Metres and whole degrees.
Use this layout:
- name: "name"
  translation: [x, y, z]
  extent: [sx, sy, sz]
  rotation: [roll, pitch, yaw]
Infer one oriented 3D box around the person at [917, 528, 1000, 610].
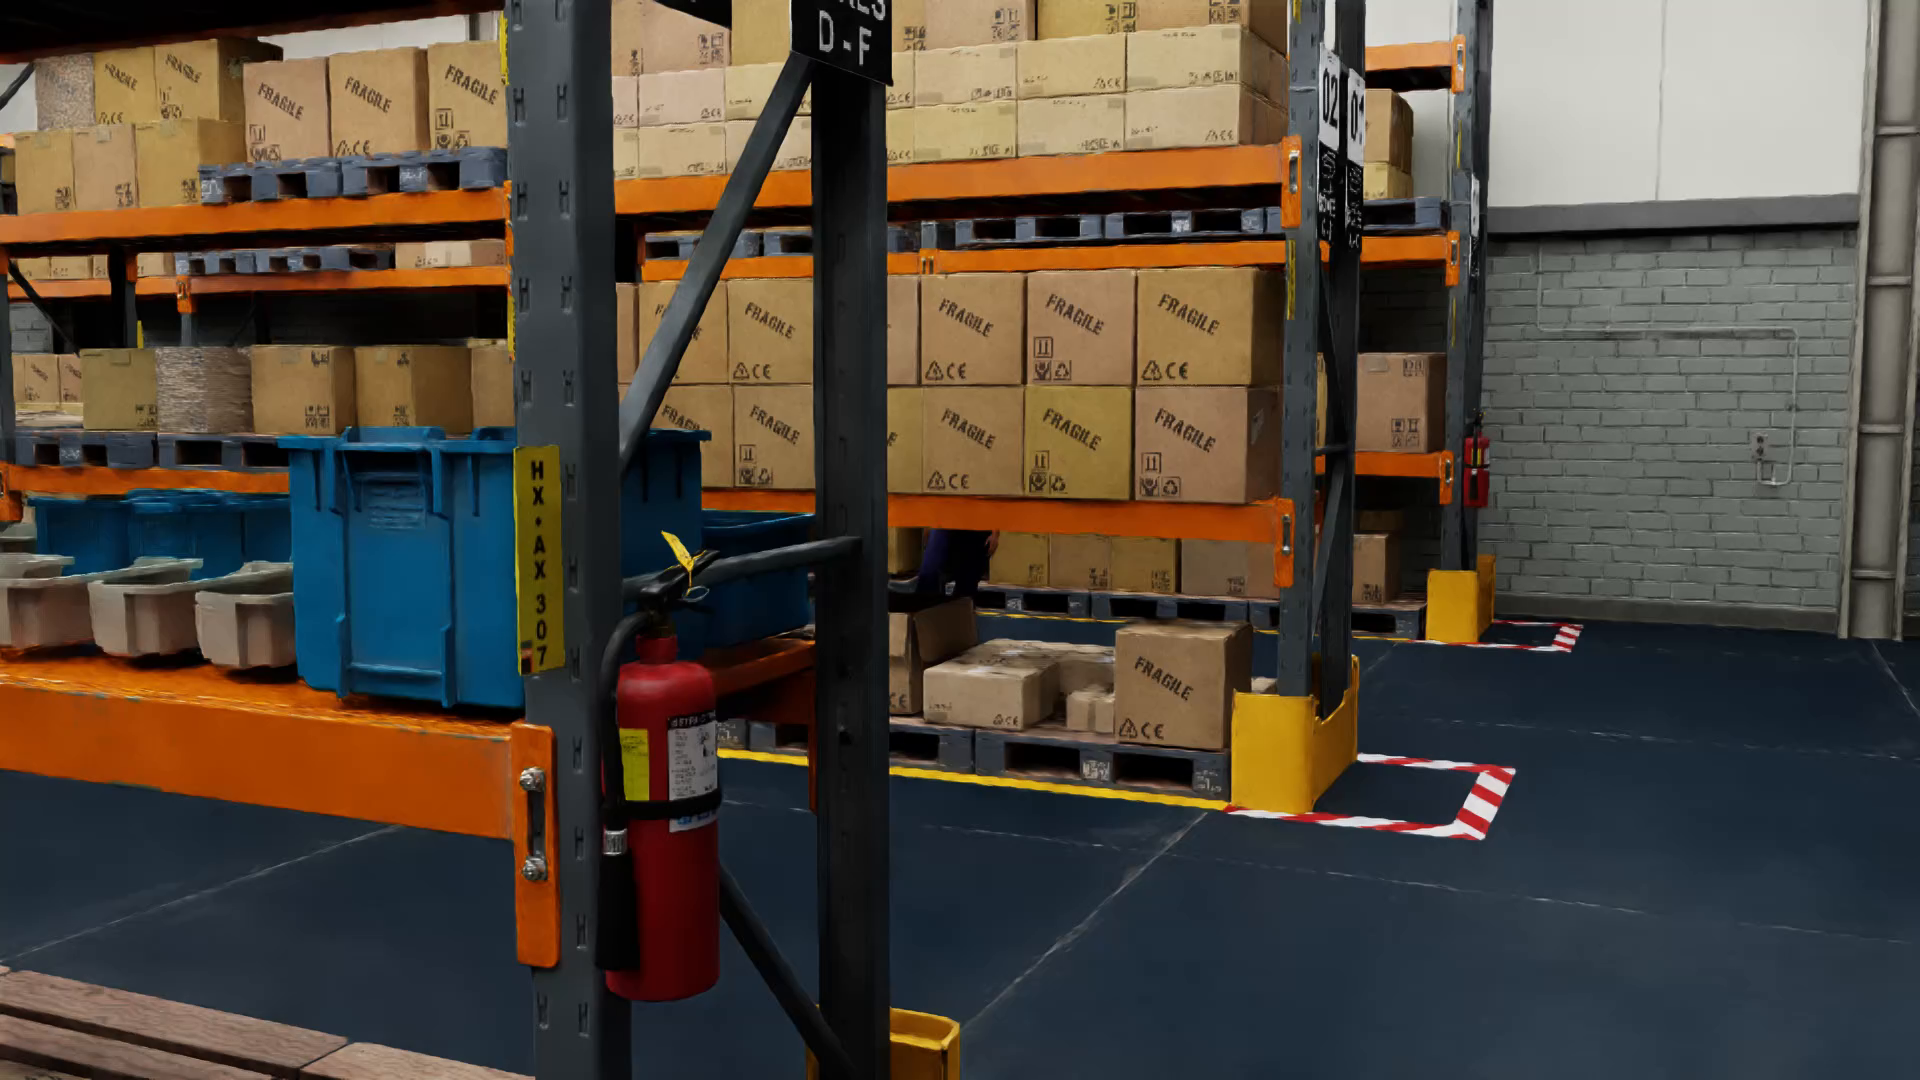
- name: "person"
  translation: [-0.041, -0.043, 10.737]
  extent: [0.694, 1.643, 0.453]
  rotation: [1, 6, 14]
